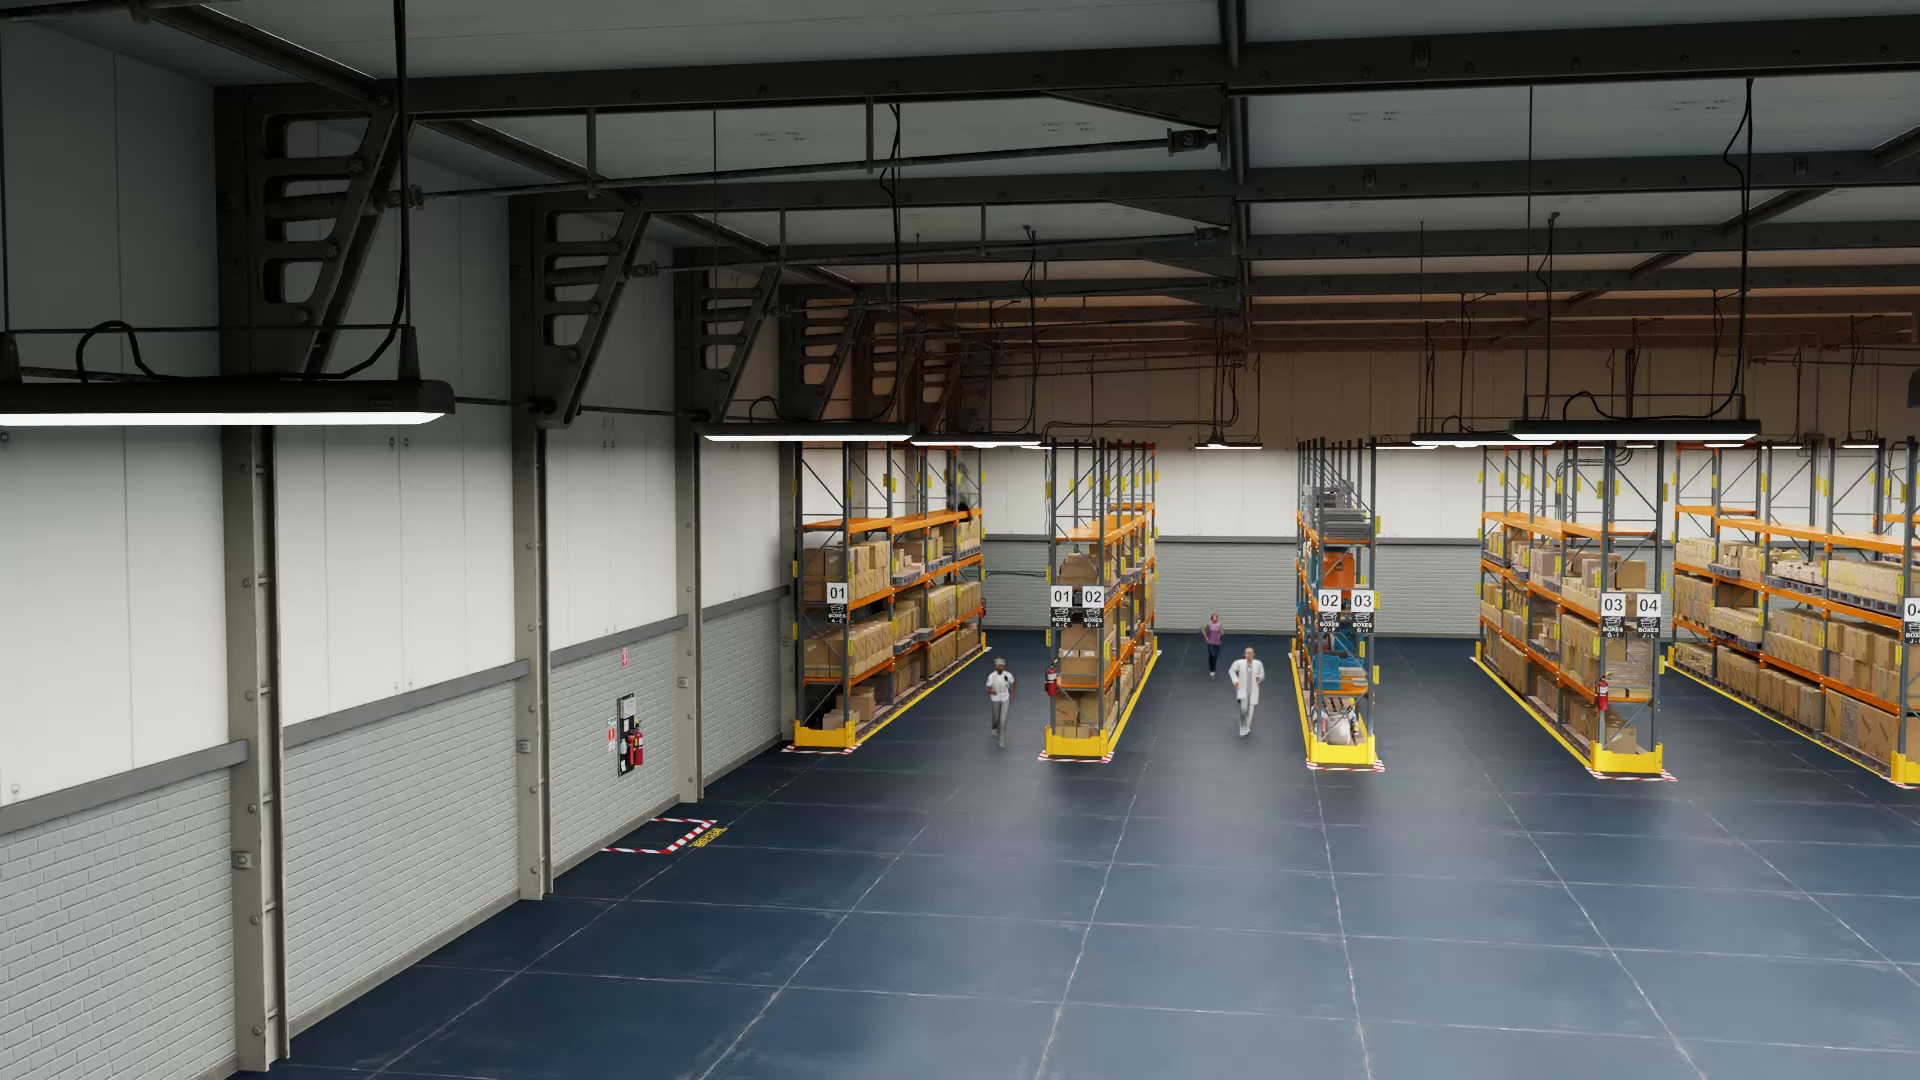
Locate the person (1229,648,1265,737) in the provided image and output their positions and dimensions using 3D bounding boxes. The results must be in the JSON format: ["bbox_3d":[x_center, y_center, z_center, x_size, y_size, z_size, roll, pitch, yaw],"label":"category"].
[{"bbox_3d":[5.805,3.074,33.515,0.679,1.810,0.795,0,3,-1],"label":"person"}]

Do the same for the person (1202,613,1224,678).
[{"bbox_3d":[6.469,2.683,42.407,0.521,1.647,0.733,0,3,-4],"label":"person"}]

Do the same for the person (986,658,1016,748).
[{"bbox_3d":[0.800,3.155,32.609,0.589,1.710,0.918,0,3,3],"label":"person"}]
